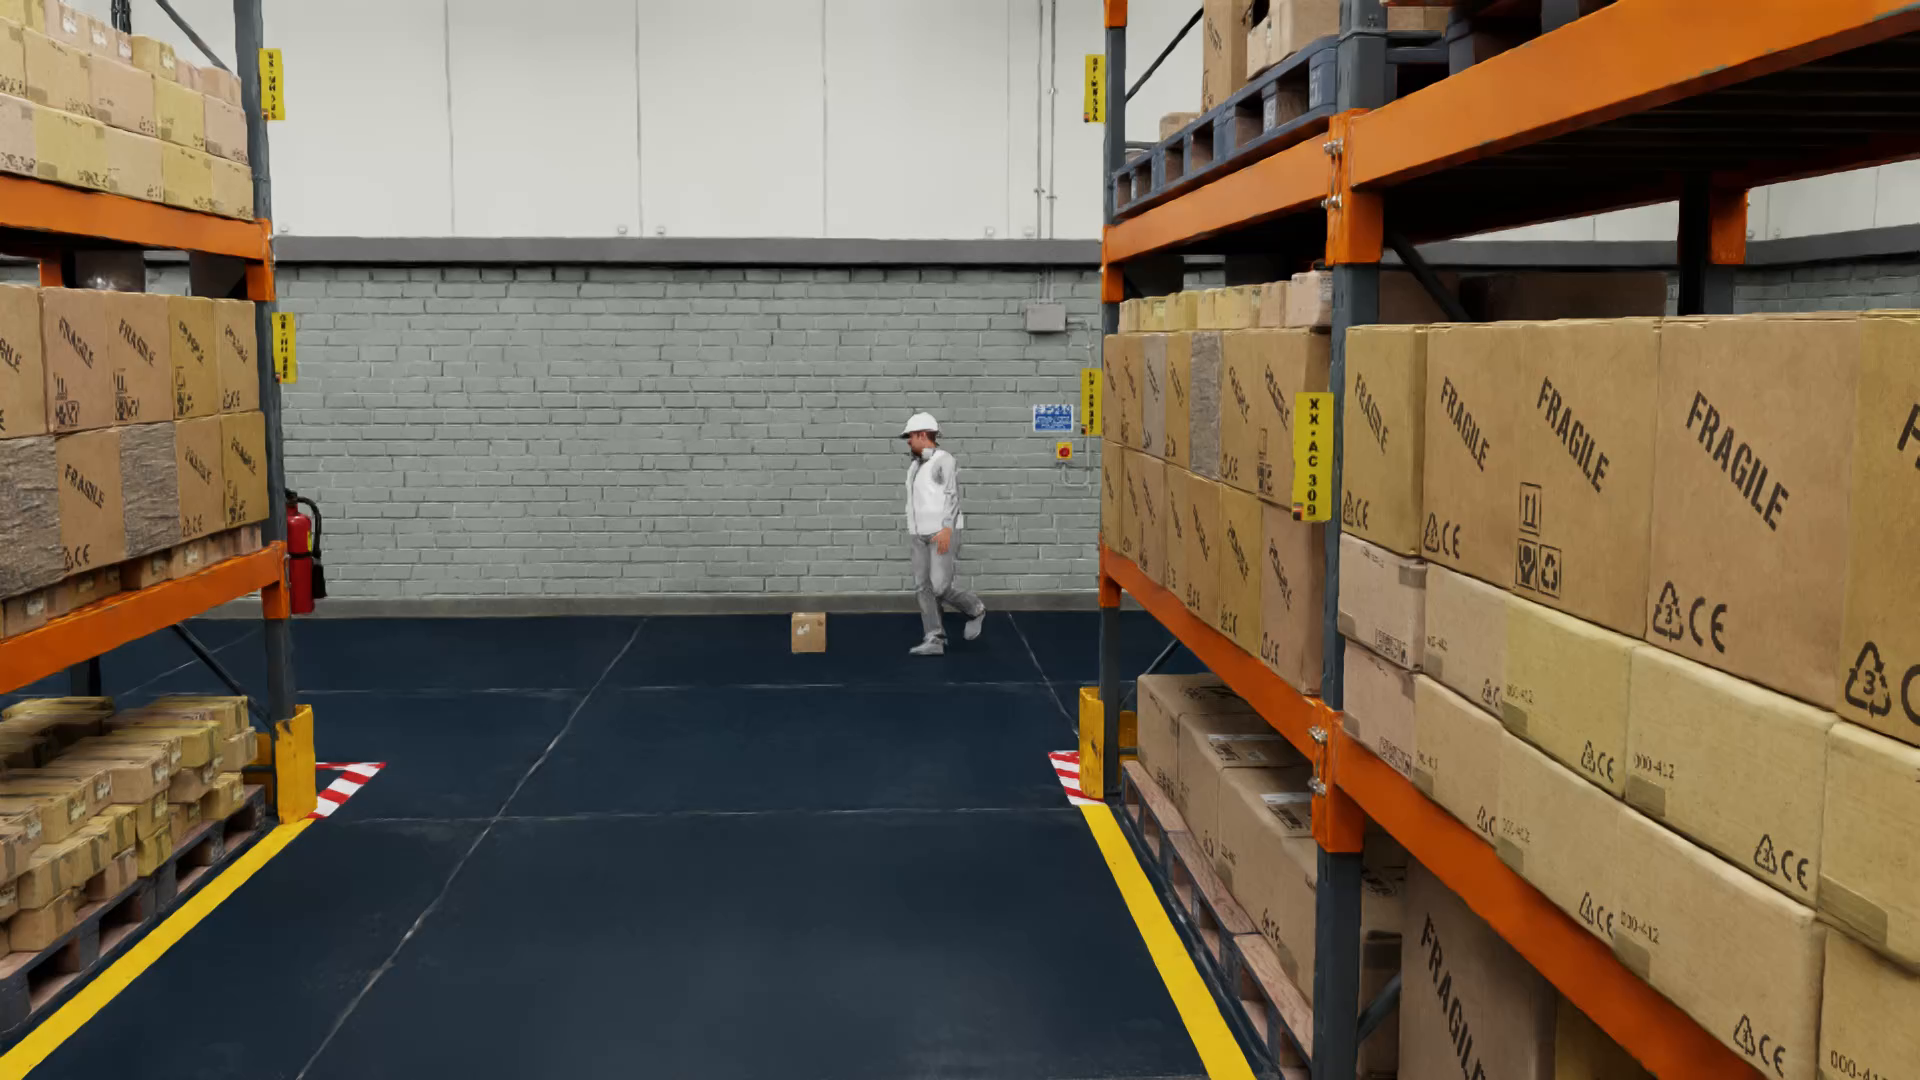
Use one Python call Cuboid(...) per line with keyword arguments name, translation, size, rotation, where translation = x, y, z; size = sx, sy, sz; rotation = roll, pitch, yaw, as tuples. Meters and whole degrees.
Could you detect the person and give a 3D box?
Cuboid(name="person", translation=(-0.161, -0.052, 12.185), size=(0.661, 1.749, 0.585), rotation=(-5, 9, -37))
